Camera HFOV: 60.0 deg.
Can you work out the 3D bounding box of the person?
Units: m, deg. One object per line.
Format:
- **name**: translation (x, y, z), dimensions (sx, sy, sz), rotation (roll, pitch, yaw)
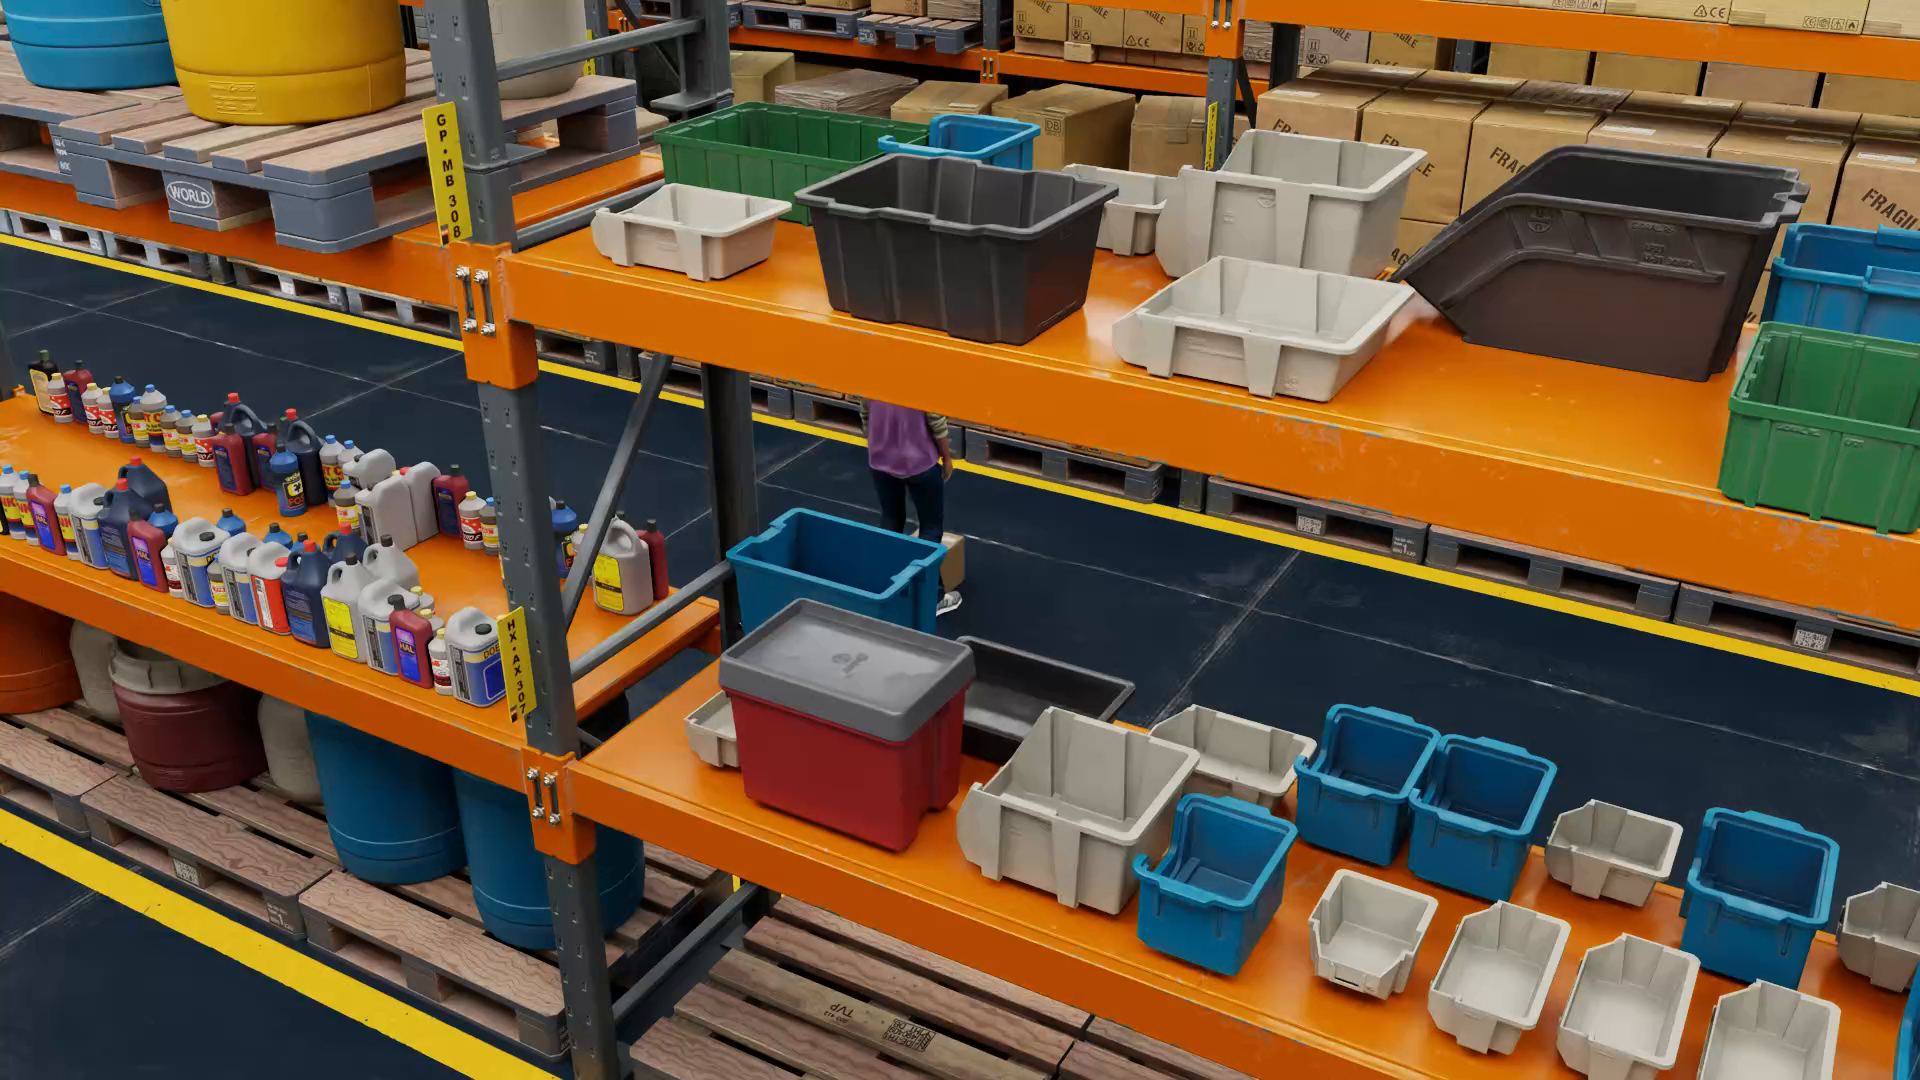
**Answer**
- **person**: translation (-0.254, -0.383, 7.884), dimensions (0.462, 1.592, 0.339), rotation (13, 30, 24)
